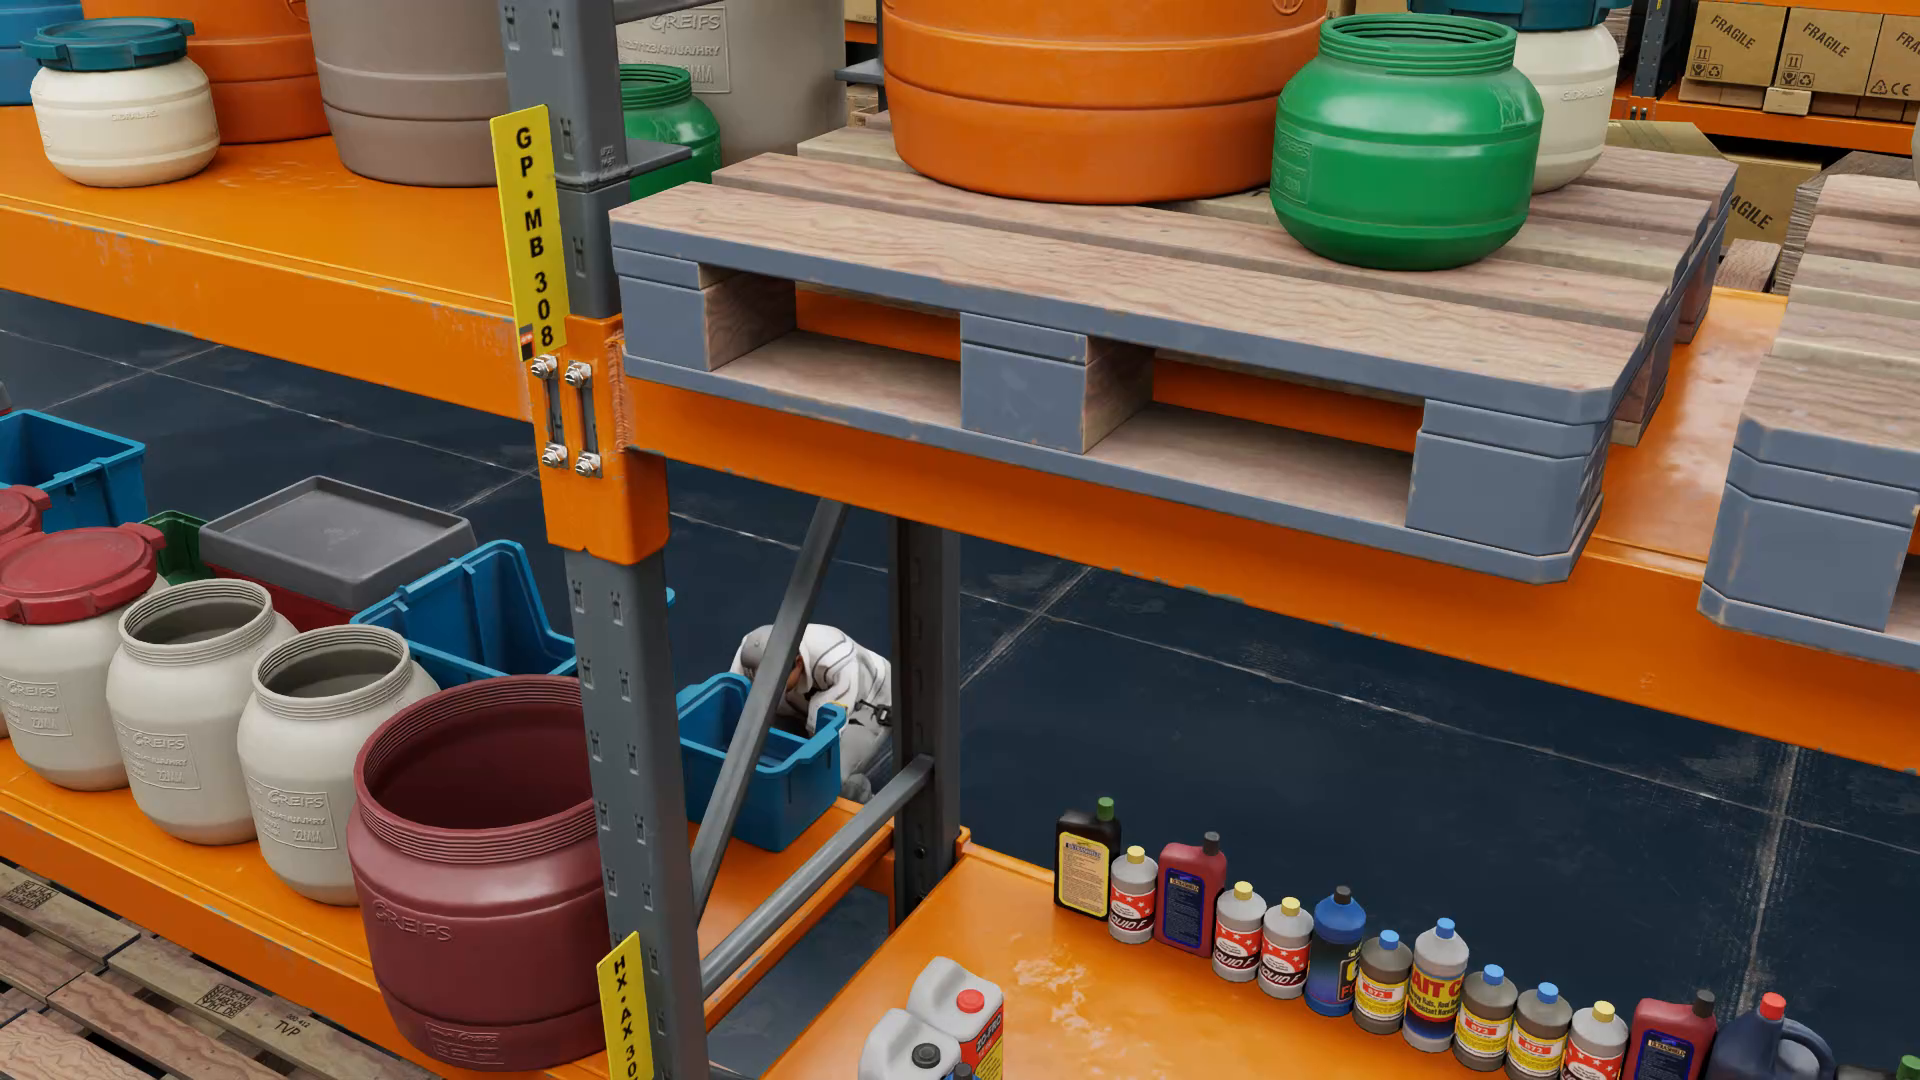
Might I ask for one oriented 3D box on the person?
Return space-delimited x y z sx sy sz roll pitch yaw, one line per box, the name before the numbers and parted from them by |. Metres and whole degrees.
person | -0.542 0.599 5.748 0.515 0.940 0.844 14 30 26
